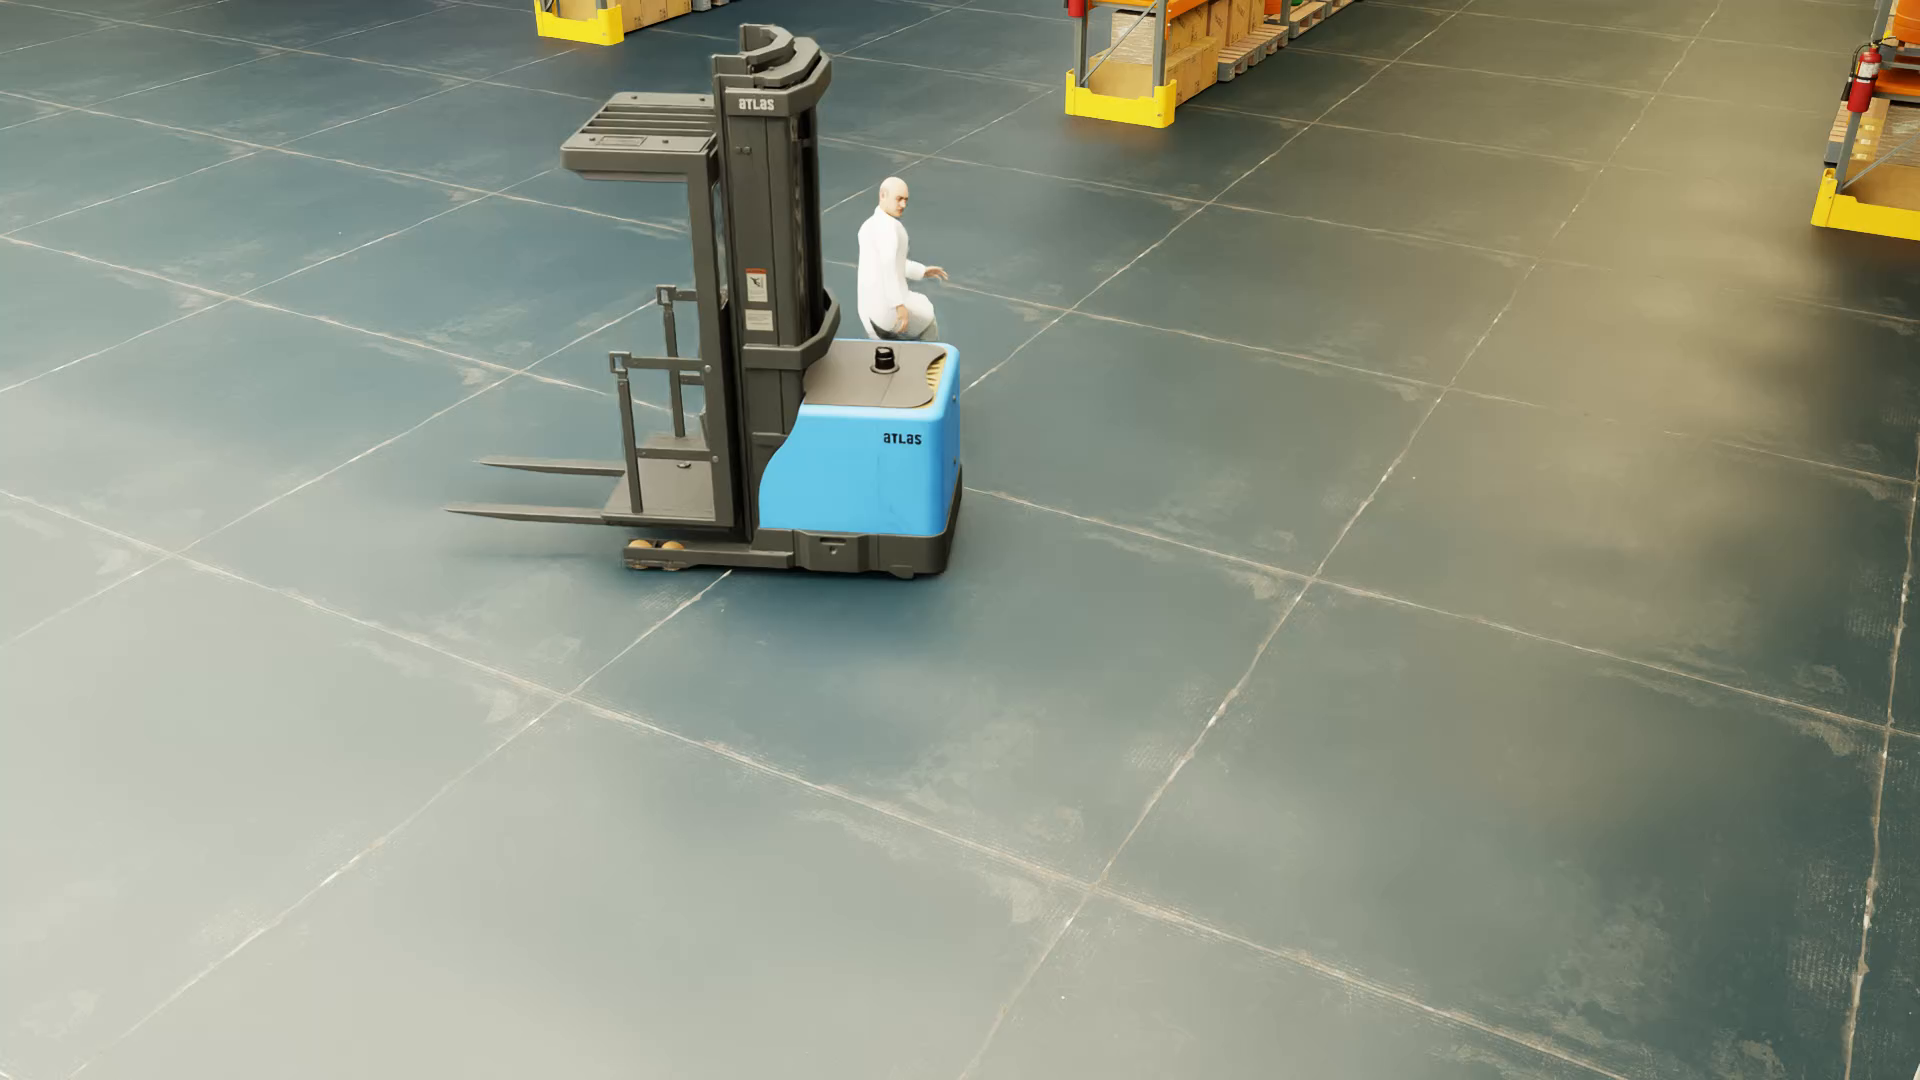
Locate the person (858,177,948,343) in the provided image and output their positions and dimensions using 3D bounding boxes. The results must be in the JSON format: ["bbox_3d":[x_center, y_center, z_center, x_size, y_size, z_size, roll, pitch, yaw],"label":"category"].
[{"bbox_3d":[-0.346,-1.634,11.267,0.828,1.599,0.804,-23,37,-34],"label":"person"}]

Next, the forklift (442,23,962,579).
[{"bbox_3d":[-1.539,-1.349,9.408,3.031,2.935,1.130,3,30,5],"label":"forklift"}]
